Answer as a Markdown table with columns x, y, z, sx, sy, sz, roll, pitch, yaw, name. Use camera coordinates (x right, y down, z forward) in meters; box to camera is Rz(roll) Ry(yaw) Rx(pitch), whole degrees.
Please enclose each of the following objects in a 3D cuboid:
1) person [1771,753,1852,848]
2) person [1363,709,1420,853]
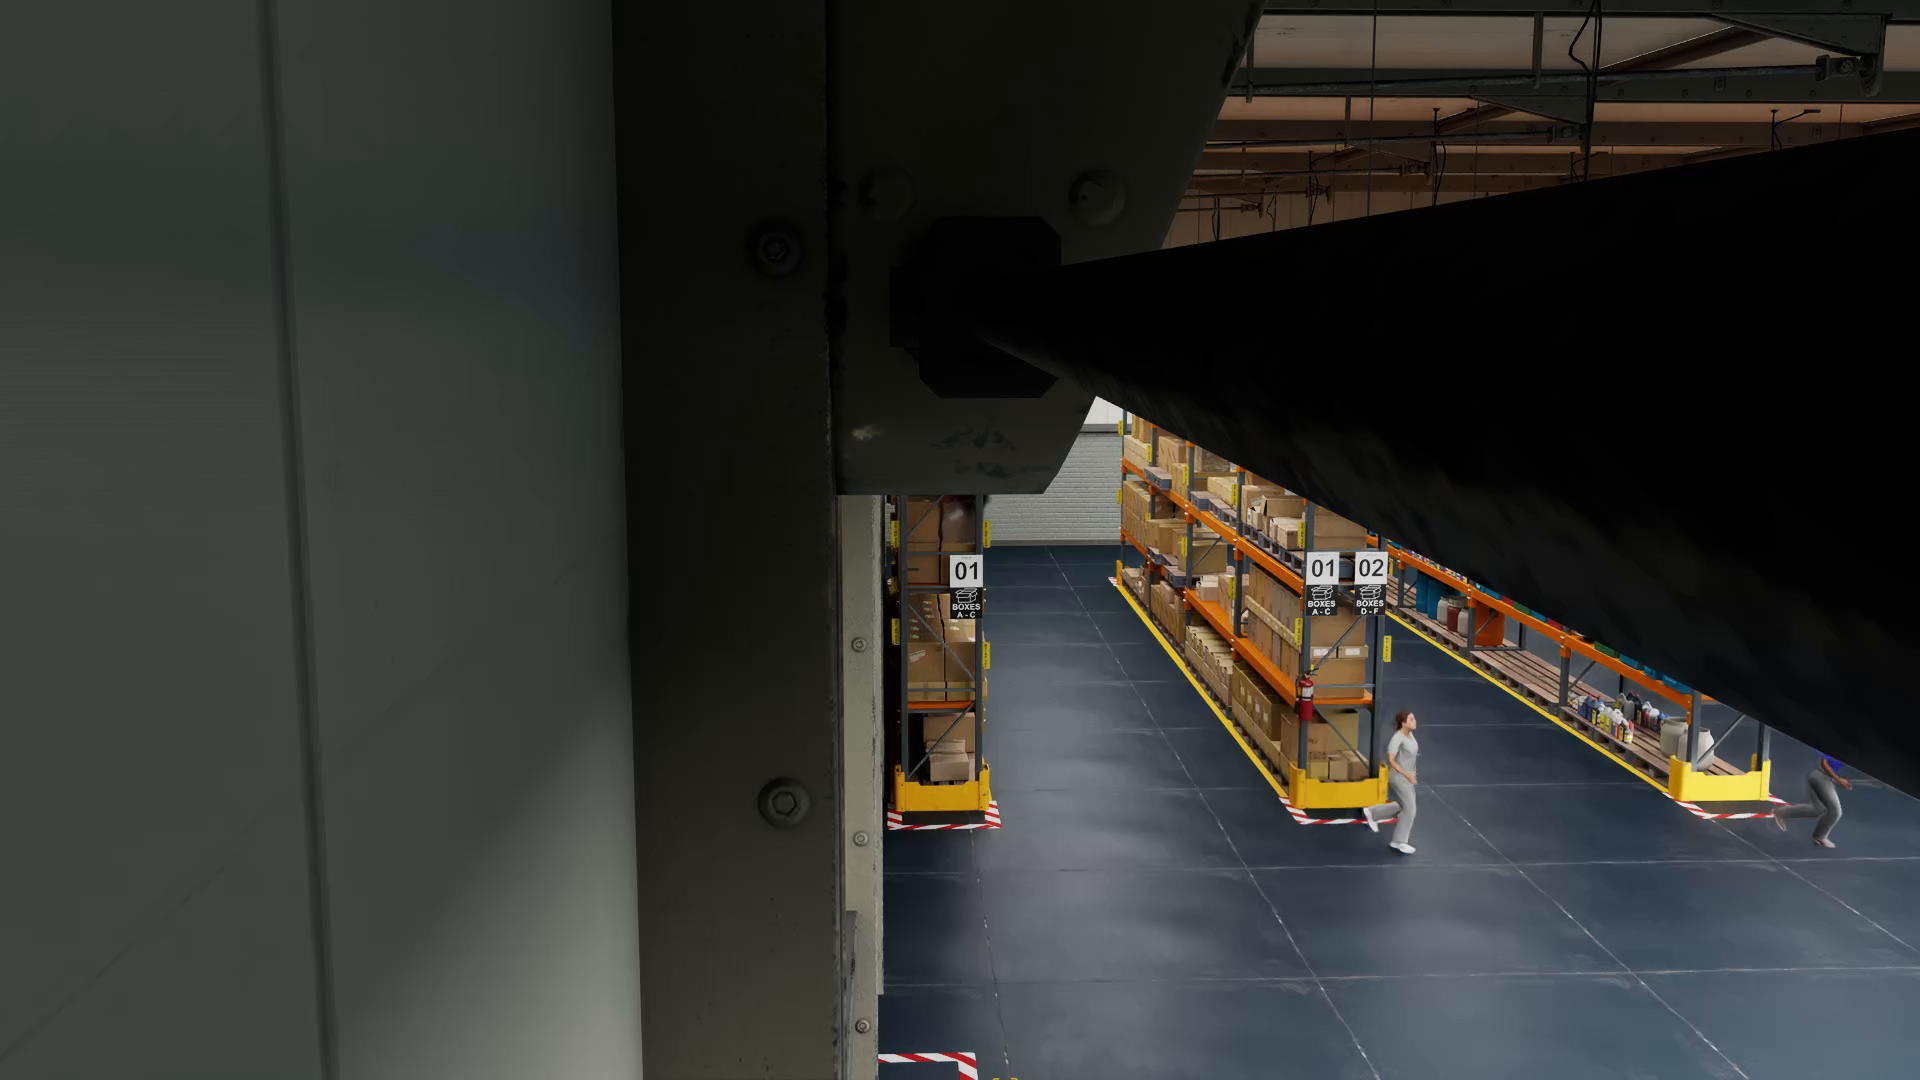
| x | y | z | sx | sy | sz | roll | pitch | yaw | name |
| --- | --- | --- | --- | --- | --- | --- | --- | --- | --- |
| 9.913 | 2.788 | 19.230 | 0.921 | 1.535 | 0.581 | 7 | 11 | 39 | person |
| 4.976 | 2.729 | 19.116 | 0.644 | 1.657 | 0.581 | 5 | 10 | 32 | person |
